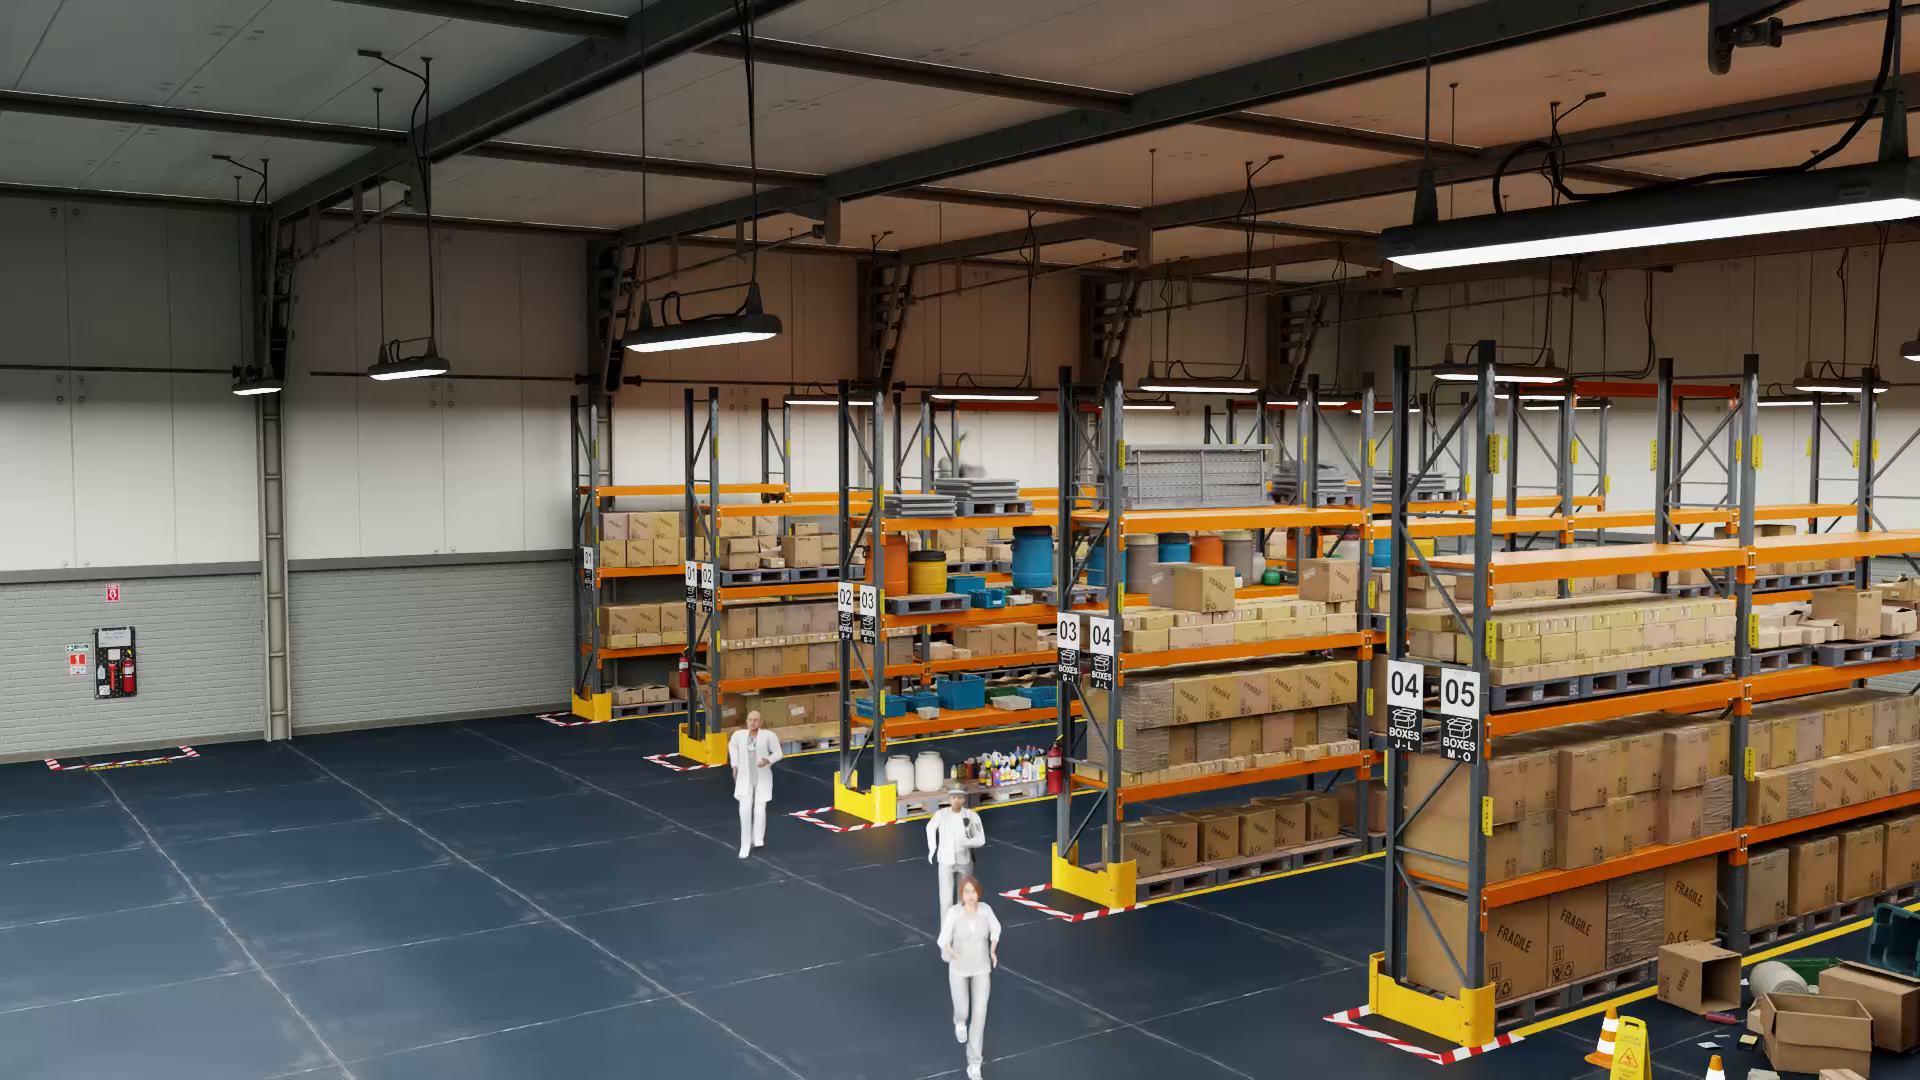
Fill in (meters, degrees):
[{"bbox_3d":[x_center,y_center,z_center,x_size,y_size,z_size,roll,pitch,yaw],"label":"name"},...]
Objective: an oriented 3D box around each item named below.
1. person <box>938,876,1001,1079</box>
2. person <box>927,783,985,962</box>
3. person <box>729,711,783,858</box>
[{"bbox_3d":[0.084,3.547,13.631,0.537,1.573,0.860,0,3,-5],"label":"person"},{"bbox_3d":[-0.040,3.302,16.804,0.585,1.742,0.786,0,3,-1],"label":"person"},{"bbox_3d":[-2.555,3.044,20.764,0.688,1.840,0.836,0,3,-4],"label":"person"}]
